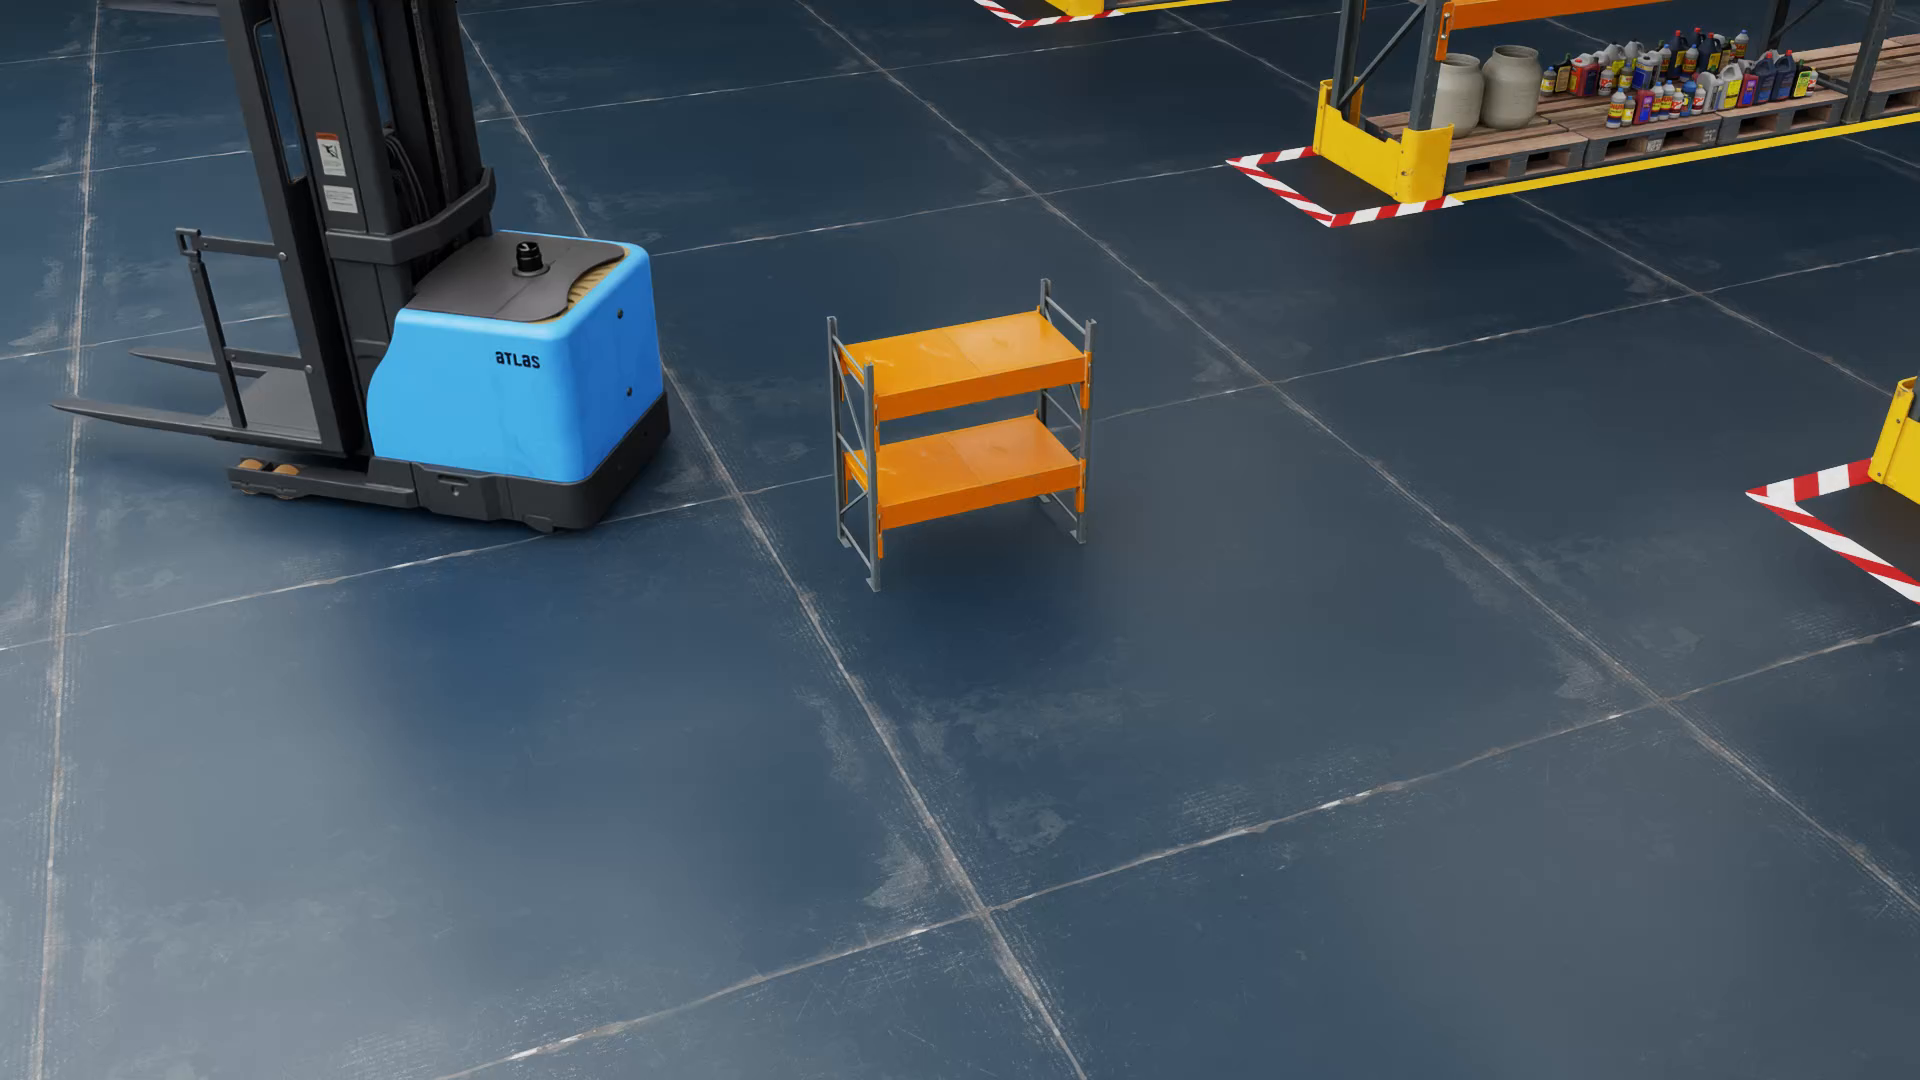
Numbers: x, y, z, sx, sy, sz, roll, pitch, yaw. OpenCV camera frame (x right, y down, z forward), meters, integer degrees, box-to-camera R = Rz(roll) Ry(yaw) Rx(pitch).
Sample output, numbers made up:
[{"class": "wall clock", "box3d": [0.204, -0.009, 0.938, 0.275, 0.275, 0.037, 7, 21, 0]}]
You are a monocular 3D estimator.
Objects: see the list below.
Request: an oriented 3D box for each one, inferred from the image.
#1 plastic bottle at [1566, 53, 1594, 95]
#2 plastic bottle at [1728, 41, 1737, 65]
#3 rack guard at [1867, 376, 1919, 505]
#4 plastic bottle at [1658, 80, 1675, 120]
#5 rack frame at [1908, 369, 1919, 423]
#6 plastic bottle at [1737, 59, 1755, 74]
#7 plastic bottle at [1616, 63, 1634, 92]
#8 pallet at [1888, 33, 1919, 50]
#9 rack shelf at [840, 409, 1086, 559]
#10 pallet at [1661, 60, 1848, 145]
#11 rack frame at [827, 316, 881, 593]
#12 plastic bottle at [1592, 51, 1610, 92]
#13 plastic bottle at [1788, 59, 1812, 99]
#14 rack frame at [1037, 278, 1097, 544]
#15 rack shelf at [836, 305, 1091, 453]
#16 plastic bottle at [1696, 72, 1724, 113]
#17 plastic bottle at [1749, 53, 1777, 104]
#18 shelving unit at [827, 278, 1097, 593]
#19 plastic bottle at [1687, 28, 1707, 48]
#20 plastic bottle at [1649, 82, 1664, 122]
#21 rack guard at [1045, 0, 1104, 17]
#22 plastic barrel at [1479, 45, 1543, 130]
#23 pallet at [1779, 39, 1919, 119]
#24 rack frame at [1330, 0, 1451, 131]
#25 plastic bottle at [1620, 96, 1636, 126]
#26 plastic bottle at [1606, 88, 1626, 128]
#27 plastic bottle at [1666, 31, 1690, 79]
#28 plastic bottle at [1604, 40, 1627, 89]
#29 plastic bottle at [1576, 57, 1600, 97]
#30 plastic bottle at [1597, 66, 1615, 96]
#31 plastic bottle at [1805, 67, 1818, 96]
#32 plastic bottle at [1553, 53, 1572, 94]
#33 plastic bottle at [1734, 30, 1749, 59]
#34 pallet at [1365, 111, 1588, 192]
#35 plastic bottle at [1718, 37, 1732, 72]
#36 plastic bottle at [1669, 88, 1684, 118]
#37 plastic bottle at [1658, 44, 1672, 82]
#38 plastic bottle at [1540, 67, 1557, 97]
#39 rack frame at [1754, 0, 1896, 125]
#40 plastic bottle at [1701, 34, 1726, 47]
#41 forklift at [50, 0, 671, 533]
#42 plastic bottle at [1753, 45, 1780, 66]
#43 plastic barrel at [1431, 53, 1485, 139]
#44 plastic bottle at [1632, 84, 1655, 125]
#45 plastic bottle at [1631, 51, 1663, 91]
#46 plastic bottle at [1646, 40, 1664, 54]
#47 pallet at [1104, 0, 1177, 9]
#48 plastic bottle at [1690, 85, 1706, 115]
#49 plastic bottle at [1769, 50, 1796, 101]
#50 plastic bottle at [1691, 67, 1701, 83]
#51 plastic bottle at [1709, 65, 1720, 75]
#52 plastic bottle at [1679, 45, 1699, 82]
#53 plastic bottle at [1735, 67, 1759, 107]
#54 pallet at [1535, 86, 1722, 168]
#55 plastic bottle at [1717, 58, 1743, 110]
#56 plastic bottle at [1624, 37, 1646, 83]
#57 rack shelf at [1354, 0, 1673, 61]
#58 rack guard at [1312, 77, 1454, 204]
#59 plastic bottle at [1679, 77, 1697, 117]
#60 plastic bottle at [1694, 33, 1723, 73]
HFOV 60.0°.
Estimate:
[{"class": "plastic bottle", "box3d": [4.645, -3.501, 12.475, 0.135, 0.276, 0.152, -13, 35, -19]}, {"class": "plastic bottle", "box3d": [6.010, -3.799, 13.000, 0.097, 0.201, 0.097, 0, 33, 0]}, {"class": "rack guard", "box3d": [4.866, -0.289, 7.735, 0.348, 0.500, 1.175, -13, 35, -19]}, {"class": "plastic bottle", "box3d": [5.079, -3.171, 11.972, 0.097, 0.271, 0.097, 0, 33, 0]}, {"class": "rack frame", "box3d": [4.796, -1.320, 7.029, 0.127, 3.000, 1.000, -13, 35, -19]}, {"class": "plastic bottle", "box3d": [5.827, -3.446, 12.390, 0.135, 0.276, 0.152, -13, 35, -19]}, {"class": "plastic bottle", "box3d": [5.012, -3.485, 12.518, 0.097, 0.201, 0.097, 0, 33, 0]}, {"class": "pallet", "box3d": [8.402, -3.932, 13.599, 1.213, 0.211, 1.003, -13, 35, -19]}, {"class": "rack shelf", "box3d": [0.006, -0.268, 7.579, 1.000, 0.278, 0.538, -13, 35, -19]}, {"class": "pallet", "box3d": [5.931, -3.366, 12.729, 1.213, 0.211, 1.003, -13, 35, -19]}, {"class": "rack frame", "box3d": [-0.462, -0.366, 7.280, 0.032, 1.125, 0.500, -13, 35, -19]}, {"class": "plastic bottle", "box3d": [4.773, -3.531, 12.520, 0.135, 0.276, 0.152, -14, 36, -20]}, {"class": "plastic bottle", "box3d": [6.251, -3.434, 12.364, 0.133, 0.283, 0.061, -11, 35, -17]}, {"class": "rack frame", "box3d": [0.475, -0.580, 7.610, 0.032, 1.125, 0.500, -13, 35, -19]}, {"class": "rack shelf", "box3d": [0.006, -0.718, 7.286, 1.000, 0.278, 0.538, -13, 35, -19]}, {"class": "plastic bottle", "box3d": [5.458, -3.276, 12.129, 0.135, 0.276, 0.152, -12, 35, -18]}, {"class": "plastic bottle", "box3d": [5.908, -3.408, 12.263, 0.185, 0.351, 0.144, -15, 36, -21]}, {"class": "shelving unit", "box3d": [0.006, -0.473, 7.445, 1.048, 1.125, 0.538, -13, 35, -19]}, {"class": "plastic bottle", "box3d": [5.662, -3.768, 12.816, 0.185, 0.351, 0.144, -12, 35, -18]}, {"class": "plastic bottle", "box3d": [4.987, -3.150, 11.939, 0.097, 0.271, 0.097, 0, 33, 0]}, {"class": "rack guard", "box3d": [0.942, -5.250, 15.360, 0.348, 0.500, 1.175, -13, 35, -19]}, {"class": "plastic barrel", "box3d": [3.918, -3.227, 11.856, 0.421, 0.512, 0.421, 0, 33, 0]}, {"class": "pallet", "box3d": [7.276, -3.672, 13.200, 1.213, 0.211, 1.003, -13, 35, -19]}, {"class": "rack frame", "box3d": [2.879, -3.811, 10.857, 0.127, 3.000, 1.000, -13, 35, -19]}, {"class": "plastic bottle", "box3d": [4.766, -3.070, 11.881, 0.097, 0.201, 0.097, 0, 33, 0]}, {"class": "plastic bottle", "box3d": [4.671, -3.078, 11.828, 0.097, 0.271, 0.097, 0, 33, 0]}, {"class": "plastic bottle", "box3d": [5.488, -3.728, 12.755, 0.185, 0.351, 0.144, -14, 36, -21]}, {"class": "plastic bottle", "box3d": [4.924, -3.599, 12.556, 0.185, 0.351, 0.144, -11, 35, -17]}, {"class": "plastic bottle", "box3d": [4.687, -3.451, 12.391, 0.133, 0.283, 0.061, -13, 35, -19]}, {"class": "plastic bottle", "box3d": [4.839, -3.441, 12.450, 0.097, 0.201, 0.097, 0, 33, 0]}, {"class": "plastic bottle", "box3d": [6.353, -3.434, 12.439, 0.097, 0.201, 0.097, 0, 33, 0]}, {"class": "plastic bottle", "box3d": [4.503, -3.499, 12.464, 0.133, 0.283, 0.061, -12, 35, -18]}, {"class": "plastic bottle", "box3d": [6.103, -3.849, 13.014, 0.097, 0.271, 0.097, 0, 33, 0]}, {"class": "pallet", "box3d": [3.682, -2.851, 11.938, 1.213, 0.211, 1.003, -13, 35, -19]}, {"class": "plastic bottle", "box3d": [5.858, -3.719, 12.803, 0.133, 0.283, 0.061, -13, 35, -19]}, {"class": "plastic bottle", "box3d": [5.171, -3.163, 12.023, 0.097, 0.201, 0.097, 0, 33, 0]}, {"class": "plastic bottle", "box3d": [5.367, -3.645, 12.700, 0.097, 0.271, 0.097, 0, 33, 0]}, {"class": "plastic bottle", "box3d": [4.402, -3.431, 12.435, 0.097, 0.201, 0.097, 0, 33, 0]}, {"class": "rack frame", "box3d": [6.567, -4.655, 12.155, 0.127, 3.000, 1.000, -13, 35, -19]}, {"class": "plastic bottle", "box3d": [5.816, -3.769, 12.887, 0.135, 0.276, 0.152, -12, 35, -17]}, {"class": "forklift", "box3d": [-3.047, -1.692, 7.664, 3.031, 2.935, 1.130, 8, 34, 12]}, {"class": "plastic bottle", "box3d": [6.029, -3.521, 12.437, 0.185, 0.351, 0.144, -13, 35, -19]}, {"class": "plastic barrel", "box3d": [3.456, -3.122, 11.693, 0.421, 0.512, 0.421, 0, 33, 0]}, {"class": "plastic bottle", "box3d": [4.887, -3.121, 11.884, 0.133, 0.283, 0.061, -12, 35, -18]}, {"class": "plastic bottle", "box3d": [5.176, -3.538, 12.531, 0.135, 0.276, 0.152, -13, 35, -19]}, {"class": "plastic bottle", "box3d": [5.320, -3.686, 12.752, 0.133, 0.283, 0.061, -11, 35, -17]}, {"class": "pallet", "box3d": [1.653, -5.316, 15.727, 1.213, 0.211, 1.003, -13, 35, -19]}, {"class": "plastic bottle", "box3d": [5.360, -3.206, 12.090, 0.097, 0.201, 0.097, 0, 33, 0]}, {"class": "plastic bottle", "box3d": [6.085, -3.449, 12.325, 0.185, 0.351, 0.144, -14, 36, -20]}, {"class": "plastic bottle", "box3d": [5.417, -3.333, 12.209, 0.133, 0.283, 0.061, -13, 35, -19]}, {"class": "plastic bottle", "box3d": [5.546, -3.358, 12.247, 0.133, 0.283, 0.061, -13, 35, -19]}, {"class": "plastic bottle", "box3d": [5.575, -3.643, 12.697, 0.097, 0.271, 0.097, 0, 33, 0]}, {"class": "plastic bottle", "box3d": [5.774, -3.325, 12.196, 0.133, 0.283, 0.061, -11, 35, -16]}, {"class": "pallet", "box3d": [4.805, -3.106, 12.330, 1.213, 0.211, 1.003, -13, 35, -19]}, {"class": "plastic bottle", "box3d": [5.610, -3.340, 12.158, 0.185, 0.351, 0.144, -13, 35, -19]}, {"class": "plastic bottle", "box3d": [5.096, -3.638, 12.617, 0.185, 0.351, 0.144, -13, 35, -19]}, {"class": "rack shelf", "box3d": [4.723, -3.932, 11.702, 4.000, 0.370, 1.077, -13, 35, -19]}, {"class": "rack guard", "box3d": [2.931, -2.803, 11.599, 0.348, 0.500, 1.175, -13, 35, -19]}, {"class": "plastic bottle", "box3d": [5.266, -3.214, 12.038, 0.097, 0.271, 0.097, 0, 33, 0]}, {"class": "plastic bottle", "box3d": [5.718, -3.695, 12.704, 0.185, 0.351, 0.144, -13, 35, -19]}]
